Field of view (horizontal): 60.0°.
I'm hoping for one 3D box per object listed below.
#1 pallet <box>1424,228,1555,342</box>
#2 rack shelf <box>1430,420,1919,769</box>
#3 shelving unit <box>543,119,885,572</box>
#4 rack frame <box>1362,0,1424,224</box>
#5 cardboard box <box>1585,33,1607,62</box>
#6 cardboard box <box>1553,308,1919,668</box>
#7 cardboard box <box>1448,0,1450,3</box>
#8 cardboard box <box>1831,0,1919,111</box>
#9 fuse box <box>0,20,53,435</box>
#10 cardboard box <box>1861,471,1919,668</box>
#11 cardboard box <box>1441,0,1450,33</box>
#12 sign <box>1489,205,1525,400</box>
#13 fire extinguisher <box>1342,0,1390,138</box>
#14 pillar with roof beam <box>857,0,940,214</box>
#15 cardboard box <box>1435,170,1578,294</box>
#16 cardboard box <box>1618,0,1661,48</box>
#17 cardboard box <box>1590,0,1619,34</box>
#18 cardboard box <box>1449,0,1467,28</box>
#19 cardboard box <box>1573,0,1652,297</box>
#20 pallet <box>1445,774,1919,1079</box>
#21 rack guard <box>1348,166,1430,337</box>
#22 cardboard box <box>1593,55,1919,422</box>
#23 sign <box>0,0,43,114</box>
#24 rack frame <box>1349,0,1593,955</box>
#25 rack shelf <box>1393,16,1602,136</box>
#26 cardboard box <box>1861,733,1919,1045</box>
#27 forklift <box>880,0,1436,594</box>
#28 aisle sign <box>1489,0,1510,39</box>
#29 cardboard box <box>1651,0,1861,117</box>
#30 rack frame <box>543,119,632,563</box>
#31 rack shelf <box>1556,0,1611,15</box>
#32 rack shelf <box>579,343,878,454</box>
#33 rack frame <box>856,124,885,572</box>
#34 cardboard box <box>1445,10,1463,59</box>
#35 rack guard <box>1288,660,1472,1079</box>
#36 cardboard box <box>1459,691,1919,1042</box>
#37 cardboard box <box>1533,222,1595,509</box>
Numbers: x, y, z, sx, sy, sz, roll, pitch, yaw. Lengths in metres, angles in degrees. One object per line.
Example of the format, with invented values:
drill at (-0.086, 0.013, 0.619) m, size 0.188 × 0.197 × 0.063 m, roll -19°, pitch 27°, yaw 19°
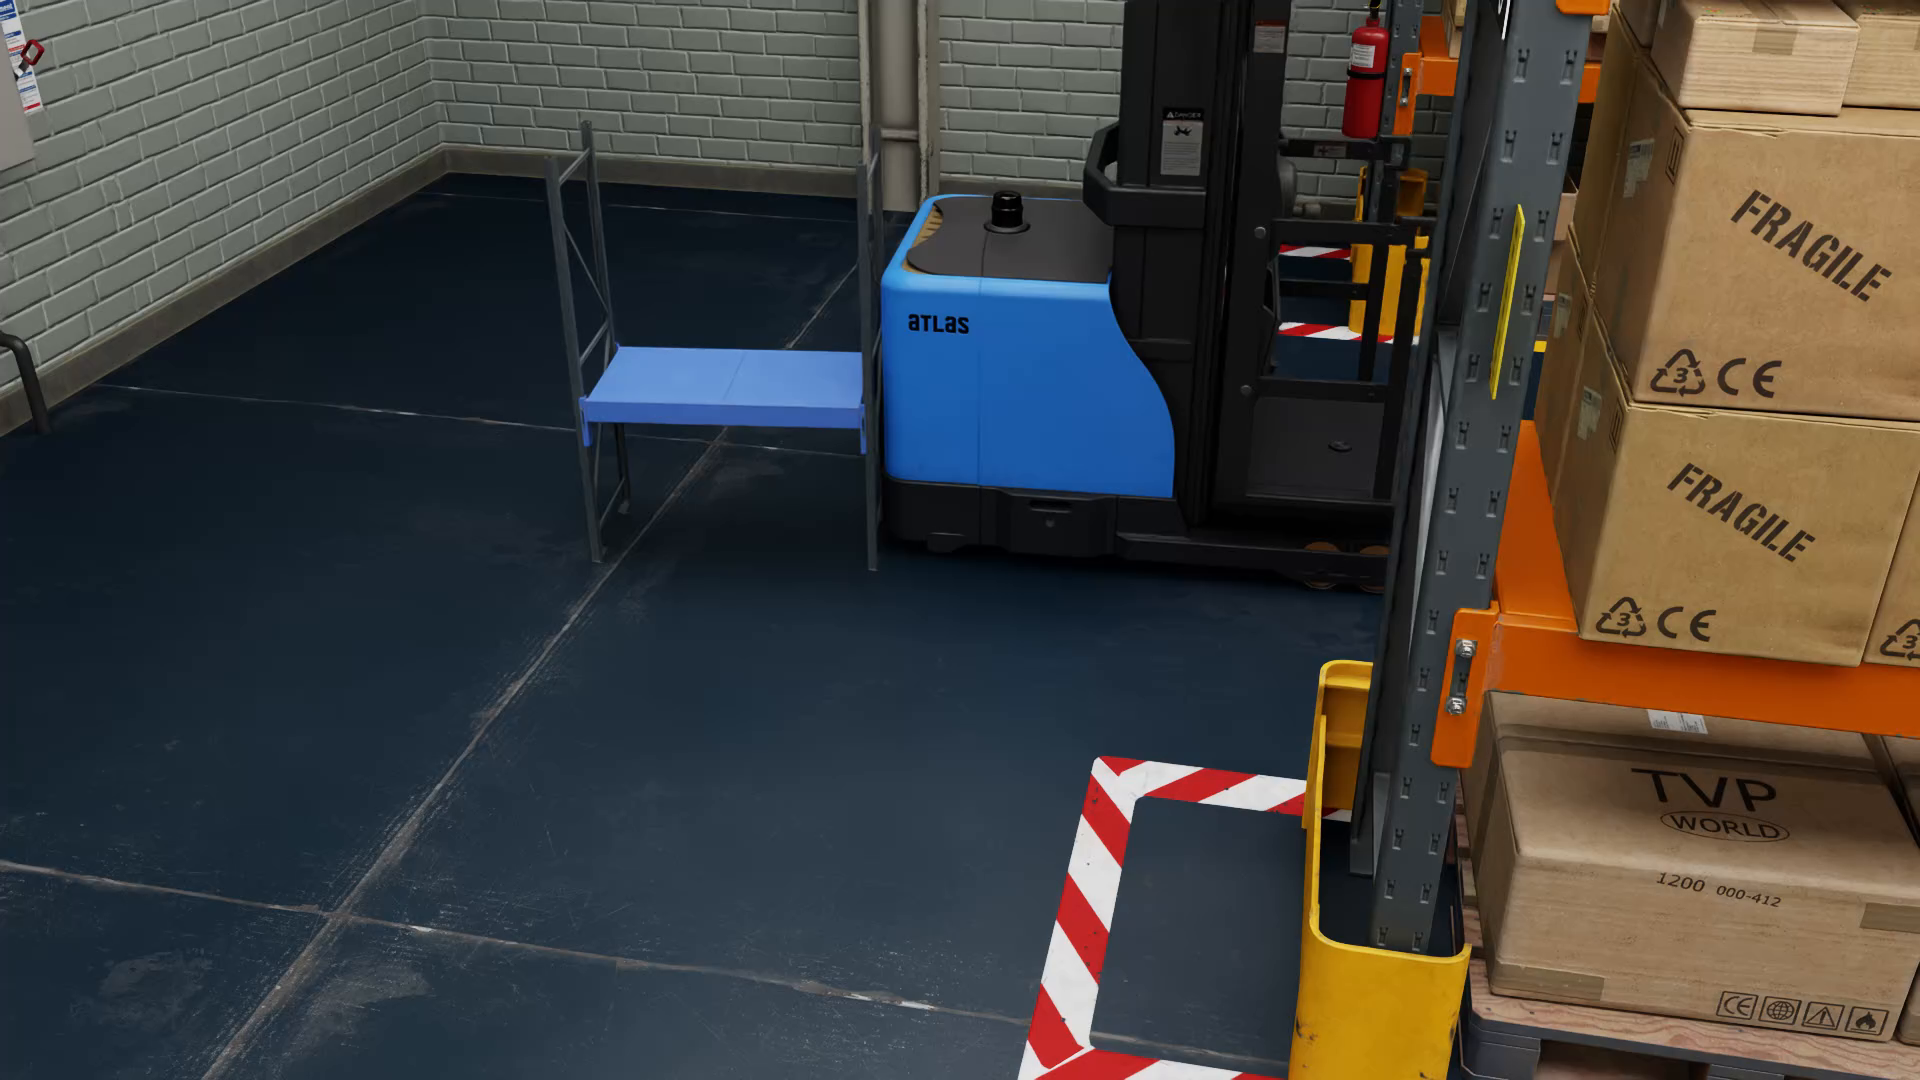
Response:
pallet at (2.959, -1.278, 8.365) m, size 1.213 × 0.211 × 1.003 m, roll 6°, pitch 29°, yaw 11°
rack shelf at (3.028, 0.259, 3.402) m, size 4.000 × 0.370 × 1.077 m, roll 6°, pitch 29°, yaw 11°
shelving unit at (-0.810, -0.677, 5.925) m, size 1.048 × 1.500 × 0.538 m, roll 2°, pitch 29°, yaw 3°
rack frame at (2.105, -2.588, 7.854) m, size 0.127 × 3.000 × 1.000 m, roll 6°, pitch 29°, yaw 11°
cardboard box at (2.892, -2.303, 7.594) m, size 0.250 × 0.149 × 0.380 m, roll 5°, pitch 29°, yaw 10°
cardboard box at (1.482, -0.118, 3.238) m, size 0.500 × 0.500 × 0.500 m, roll 6°, pitch 29°, yaw 10°
cardboard box at (2.610, -2.732, 7.962) m, size 0.500 × 0.250 × 0.500 m, roll 7°, pitch 29°, yaw 12°
cardboard box at (1.633, -0.866, 2.887) m, size 0.250 × 0.149 × 0.380 m, roll 7°, pitch 29°, yaw 12°
fuse box at (-3.866, -1.218, 6.693) m, size 0.414 × 1.711 × 0.539 m, roll 6°, pitch 29°, yaw 11°
cardboard box at (1.982, -0.080, 3.169) m, size 0.500 × 0.500 × 0.500 m, roll 5°, pitch 29°, yaw 10°
cardboard box at (2.485, -2.571, 8.084) m, size 0.250 × 0.149 × 0.380 m, roll 6°, pitch 29°, yaw 10°
sign at (0.950, -0.411, 2.894) m, size 0.005 × 0.325 × 0.100 m, roll 6°, pitch 29°, yaw 11°
fire extinguisher at (1.865, -2.189, 7.593) m, size 0.183 × 0.674 × 0.296 m, roll 6°, pitch 29°, yaw 11°
pillar with roof beam at (-1.242, -3.892, 3.988) m, size 0.400 × 9.000 × 9.100 m, roll 6°, pitch 29°, yaw 11°
cardboard box at (2.683, -1.572, 8.160) m, size 0.637 × 0.503 × 0.797 m, roll 5°, pitch 29°, yaw 9°
cardboard box at (1.465, -1.082, 3.282) m, size 0.250 × 0.149 × 0.380 m, roll 6°, pitch 29°, yaw 11°
cardboard box at (2.986, -2.431, 7.413) m, size 0.500 × 0.250 × 0.500 m, roll 6°, pitch 29°, yaw 11°
cardboard box at (2.493, -2.481, 7.505) m, size 0.500 × 0.250 × 0.500 m, roll 6°, pitch 29°, yaw 11°
cardboard box at (1.593, -0.803, 3.448) m, size 0.500 × 0.500 × 0.500 m, roll 7°, pitch 29°, yaw 12°
pallet at (1.871, 1.010, 4.186) m, size 1.213 × 0.211 × 1.003 m, roll 6°, pitch 29°, yaw 11°
rack guard at (2.179, -1.484, 8.441) m, size 0.348 × 0.500 × 1.175 m, roll 6°, pitch 29°, yaw 11°
cardboard box at (1.482, -0.558, 3.000) m, size 0.500 × 0.500 × 0.500 m, roll 5°, pitch 29°, yaw 9°
sign at (-3.965, -1.994, 6.868) m, size 0.001 × 0.494 × 0.329 m, roll 6°, pitch 29°, yaw 11°
rack frame at (1.072, -0.257, 3.596) m, size 0.127 × 3.000 × 1.000 m, roll 6°, pitch 29°, yaw 11°
rack shelf at (4.061, -2.072, 7.661) m, size 4.000 × 0.370 × 1.077 m, roll 6°, pitch 29°, yaw 11°
cardboard box at (2.635, 0.790, 3.915) m, size 0.875 × 0.438 × 0.875 m, roll 7°, pitch 29°, yaw 12°
forklift at (1.274, -1.370, 5.701) m, size 3.031 × 2.935 × 1.130 m, roll 4°, pitch 29°, yaw 7°
aisle sign at (0.941, -1.268, 2.736) m, size 0.004 × 0.787 × 0.394 m, roll 6°, pitch 29°, yaw 11°
cardboard box at (1.362, -0.858, 2.874) m, size 0.250 × 0.149 × 0.380 m, roll 6°, pitch 29°, yaw 12°
rack frame at (-1.317, -0.692, 5.953) m, size 0.032 × 1.500 × 0.500 m, roll 2°, pitch 29°, yaw 3°
rack shelf at (3.028, -1.057, 2.682) m, size 4.000 × 0.370 × 1.077 m, roll 6°, pitch 29°, yaw 11°
rack shelf at (-0.810, -0.520, 6.012) m, size 1.000 × 0.185 × 0.538 m, roll 2°, pitch 29°, yaw 3°
rack frame at (-0.302, -0.663, 5.898) m, size 0.032 × 1.500 × 0.500 m, roll 2°, pitch 29°, yaw 3°
cardboard box at (2.369, -2.316, 7.619) m, size 0.250 × 0.149 × 0.380 m, roll 6°, pitch 29°, yaw 10°
rack guard at (1.049, 0.837, 4.201) m, size 0.348 × 0.500 × 1.175 m, roll 6°, pitch 29°, yaw 11°
cardboard box at (1.739, 0.702, 4.075) m, size 0.875 × 0.438 × 0.875 m, roll 5°, pitch 29°, yaw 9°
cardboard box at (1.599, -0.377, 3.711) m, size 0.500 × 0.500 × 0.500 m, roll 6°, pitch 29°, yaw 11°
